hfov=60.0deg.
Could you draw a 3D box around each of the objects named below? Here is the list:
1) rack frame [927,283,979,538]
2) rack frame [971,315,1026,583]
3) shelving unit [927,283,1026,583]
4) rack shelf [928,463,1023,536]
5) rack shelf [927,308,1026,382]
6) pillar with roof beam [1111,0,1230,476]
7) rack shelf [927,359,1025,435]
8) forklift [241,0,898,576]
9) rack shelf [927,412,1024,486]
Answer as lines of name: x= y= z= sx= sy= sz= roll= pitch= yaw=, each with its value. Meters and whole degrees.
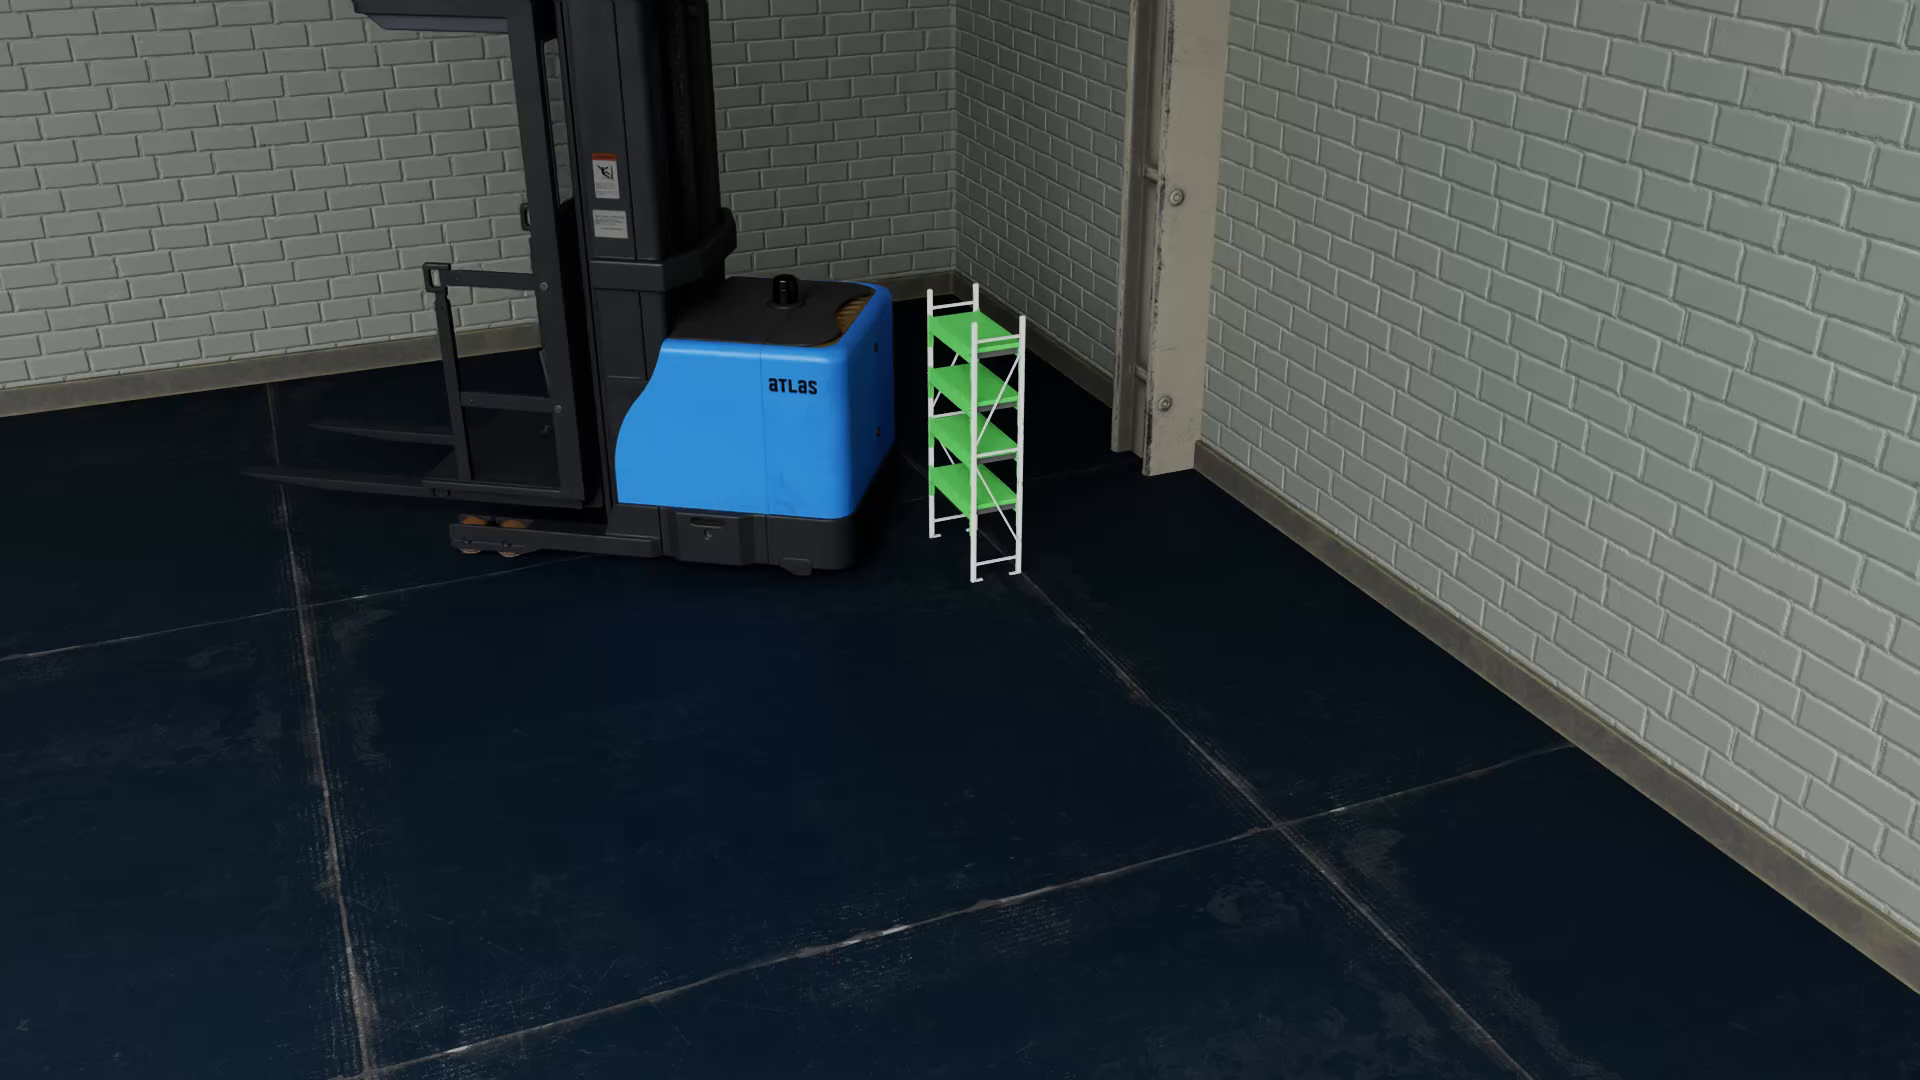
rack frame: x=-0.031 y=-0.571 z=7.552 sx=0.240 sy=1.200 sz=0.015 roll=-11 pitch=28 yaw=-21
rack frame: x=0.160 y=-0.374 z=7.148 sx=0.240 sy=1.200 sz=0.015 roll=-11 pitch=28 yaw=-21
shelving unit: x=0.065 y=-0.472 z=7.350 sx=0.258 sy=1.200 sz=0.503 roll=-11 pitch=28 yaw=-21
rack shelf: x=0.065 y=-0.199 z=7.483 sx=0.258 sy=0.148 sz=0.480 roll=-11 pitch=28 yaw=-21
rack shelf: x=0.065 y=-0.846 z=7.167 sx=0.258 sy=0.148 sz=0.480 roll=-11 pitch=28 yaw=-21
pillar with roof beam: x=-2.954 y=-3.732 z=5.137 sx=9.100 sy=9.000 sz=0.400 roll=-11 pitch=28 yaw=-21
rack shelf: x=0.065 y=-0.631 z=7.273 sx=0.258 sy=0.148 sz=0.480 roll=-11 pitch=28 yaw=-21
forklift: x=-1.869 y=-1.460 z=7.399 sx=3.031 sy=2.935 sz=1.130 roll=5 pitch=26 yaw=9
rack shelf: x=0.065 y=-0.415 z=7.378 sx=0.258 sy=0.148 sz=0.480 roll=-11 pitch=28 yaw=-21
